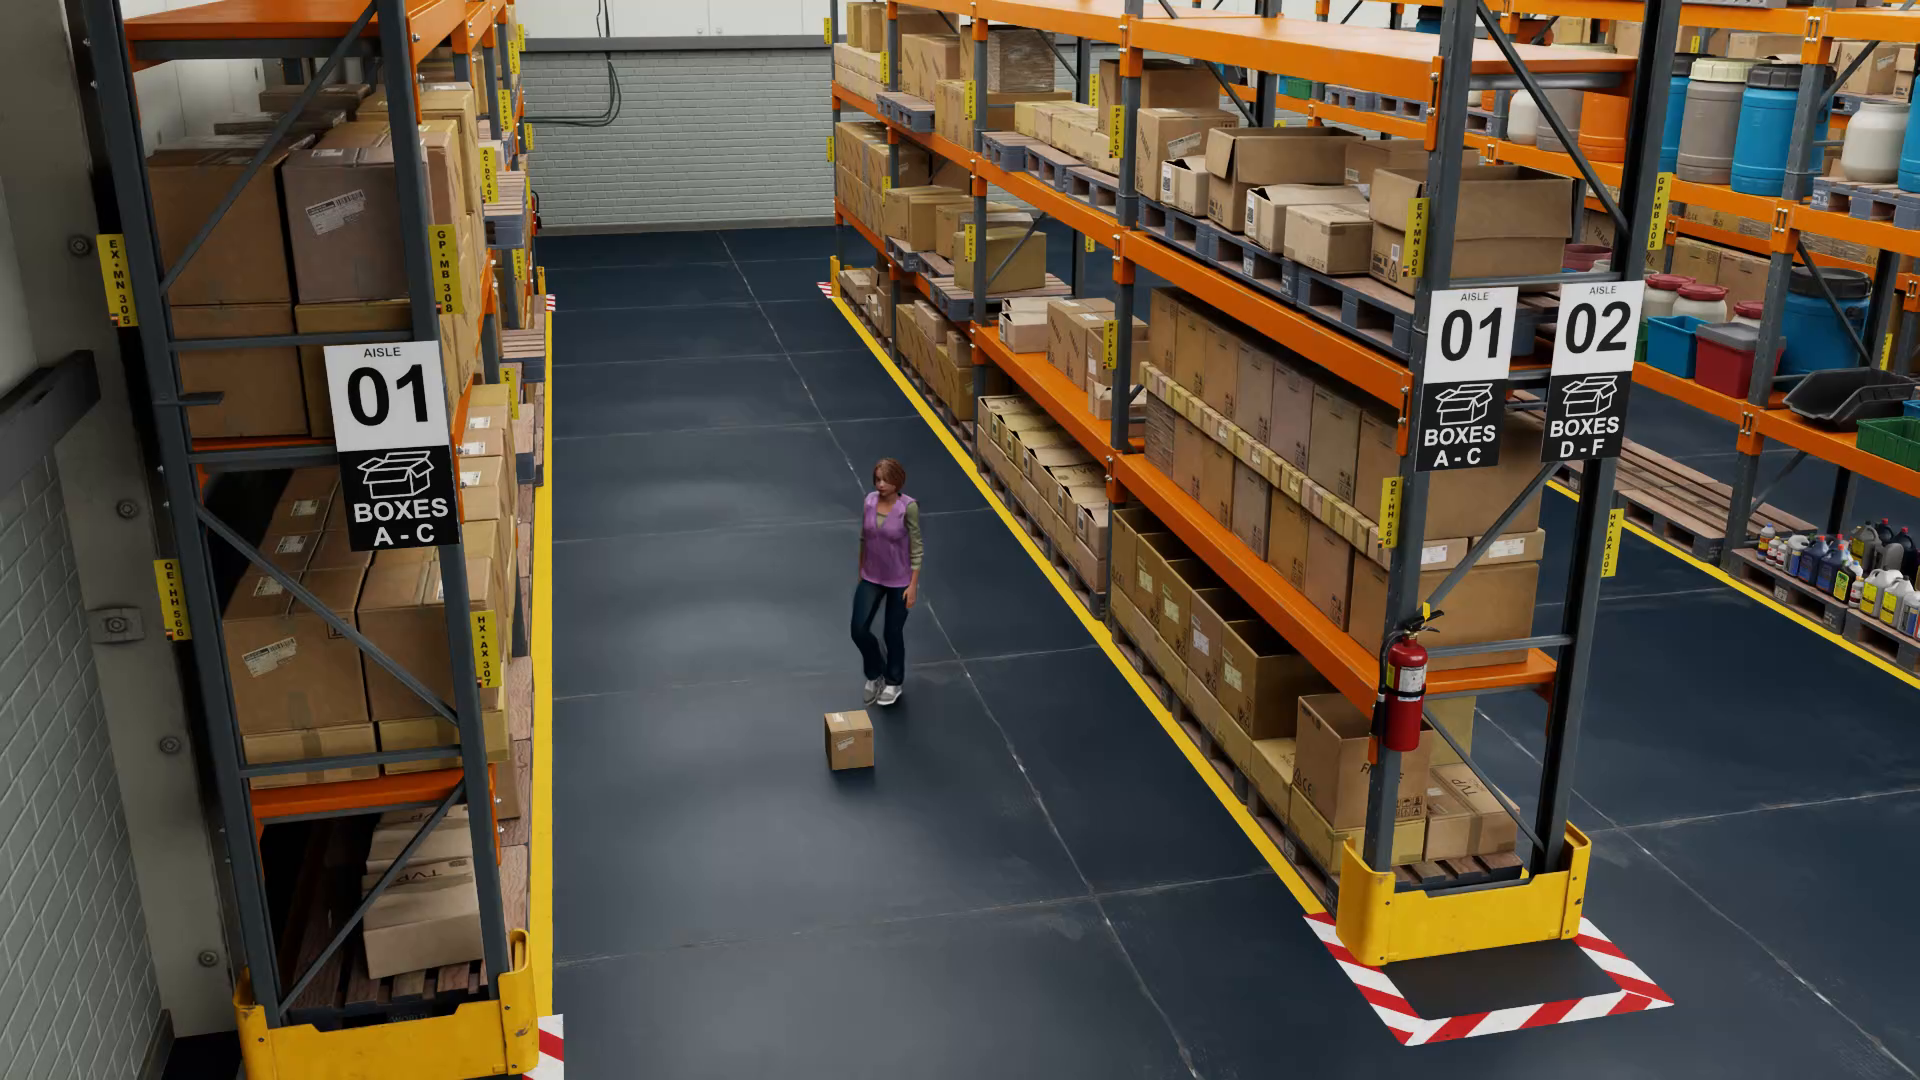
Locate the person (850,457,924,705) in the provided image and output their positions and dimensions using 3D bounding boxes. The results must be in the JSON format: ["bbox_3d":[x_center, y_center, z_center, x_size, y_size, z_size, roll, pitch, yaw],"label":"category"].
[{"bbox_3d":[-0.460,0.287,10.266,0.466,1.610,0.412,7,21,18],"label":"person"}]
